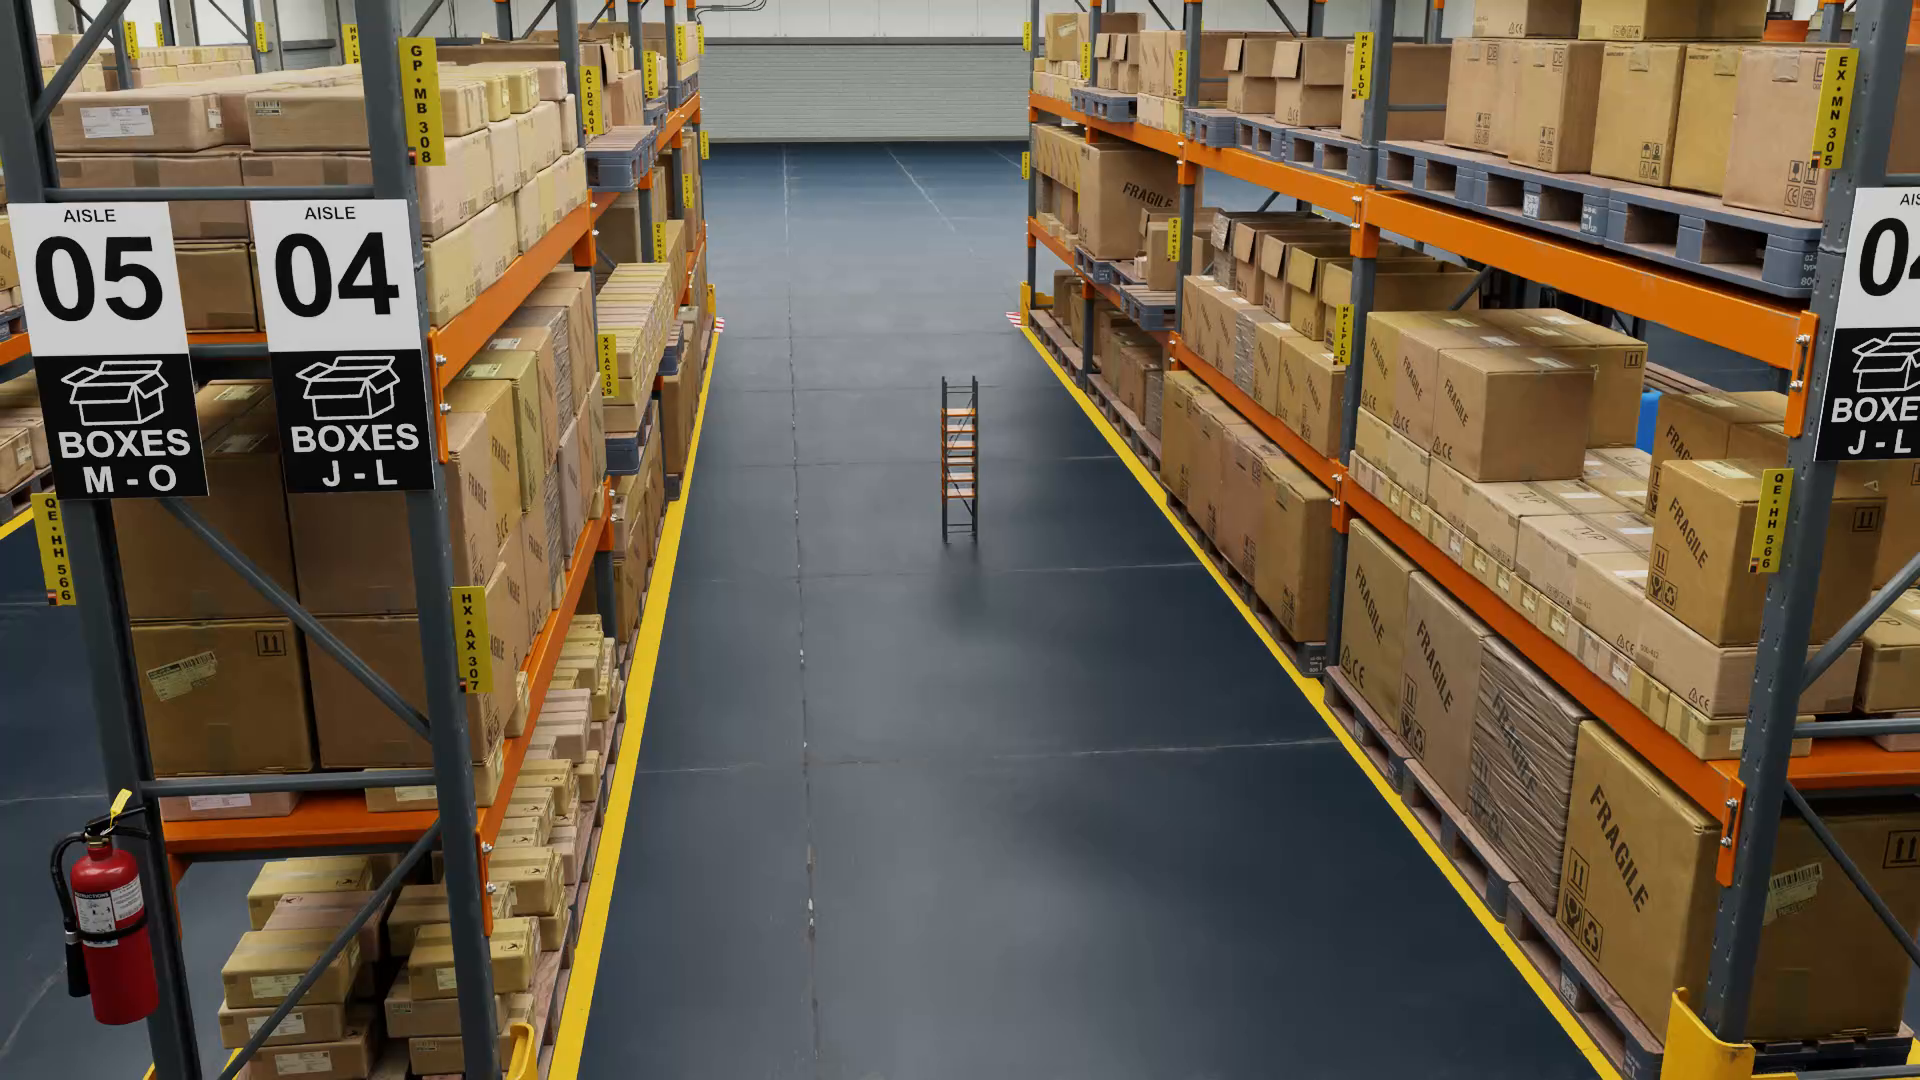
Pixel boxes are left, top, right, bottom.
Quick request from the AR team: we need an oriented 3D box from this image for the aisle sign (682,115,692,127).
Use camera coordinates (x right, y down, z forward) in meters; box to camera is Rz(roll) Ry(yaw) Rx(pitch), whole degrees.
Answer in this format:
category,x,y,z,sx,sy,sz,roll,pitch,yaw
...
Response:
category,x,y,z,sx,sy,sz,roll,pitch,yaw
aisle sign,-3.309,-5.318,19.769,0.394,0.787,0.004,-2,18,-6

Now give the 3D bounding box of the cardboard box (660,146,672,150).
category,x,y,z,sx,sy,sz,roll,pitch,yaw
cardboard box,-3.364,-3.714,16.945,0.875,0.550,0.550,-2,18,-6

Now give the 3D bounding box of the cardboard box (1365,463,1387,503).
category,x,y,z,sx,sy,sz,roll,pitch,yaw
cardboard box,2.308,-0.299,8.541,0.380,0.149,0.250,-2,18,-7

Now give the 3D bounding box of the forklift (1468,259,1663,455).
category,x,y,z,sx,sy,sz,roll,pitch,yaw
forklift,4.423,-1.845,13.160,1.130,2.935,3.031,-2,18,-7

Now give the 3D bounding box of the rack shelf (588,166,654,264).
category,x,y,z,sx,sy,sz,roll,pitch,yaw
rack shelf,-2.569,-2.156,10.230,1.077,0.370,4.000,-2,18,-6

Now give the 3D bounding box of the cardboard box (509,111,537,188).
category,x,y,z,sx,sy,sz,roll,pitch,yaw
cardboard box,-1.886,-1.474,6.274,0.500,0.250,0.500,-2,18,-8

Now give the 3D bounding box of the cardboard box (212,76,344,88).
category,x,y,z,sx,sy,sz,roll,pitch,yaw
cardboard box,-2.377,-1.541,5.821,0.380,0.149,0.250,-1,17,-4

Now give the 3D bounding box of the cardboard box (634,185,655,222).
category,x,y,z,sx,sy,sz,roll,pitch,yaw
cardboard box,-2.973,-2.778,14.183,0.700,0.500,0.500,-2,18,-6

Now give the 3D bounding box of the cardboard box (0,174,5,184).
category,x,y,z,sx,sy,sz,roll,pitch,yaw
cardboard box,-8.404,-3.221,14.982,0.380,0.149,0.250,-2,18,-6

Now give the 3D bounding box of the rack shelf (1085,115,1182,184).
category,x,y,z,sx,sy,sz,roll,pitch,yaw
rack shelf,1.962,-3.471,14.418,1.077,0.370,4.000,-2,18,-6

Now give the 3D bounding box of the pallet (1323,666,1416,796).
category,x,y,z,sx,sy,sz,roll,pitch,yaw
pallet,2.582,0.964,8.754,1.003,0.211,1.213,-2,18,-6

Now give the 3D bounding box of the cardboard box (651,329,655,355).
category,x,y,z,sx,sy,sz,roll,pitch,yaw
cardboard box,-2.086,-1.217,10.267,0.380,0.149,0.250,-2,18,-7

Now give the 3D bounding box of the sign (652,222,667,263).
category,x,y,z,sx,sy,sz,roll,pitch,yaw
sign,-2.237,-2.198,12.370,0.100,0.325,0.005,-2,18,-6

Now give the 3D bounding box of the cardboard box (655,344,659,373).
category,x,y,z,sx,sy,sz,roll,pitch,yaw
cardboard box,-2.109,-1.148,10.545,0.380,0.149,0.250,-3,18,-8

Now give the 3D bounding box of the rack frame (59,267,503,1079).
category,x,y,z,sx,sy,sz,roll,pitch,yaw
rack frame,-1.950,0.719,4.878,1.000,3.000,0.127,-2,18,-6

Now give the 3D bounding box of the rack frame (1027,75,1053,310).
category,x,y,z,sx,sy,sz,roll,pitch,yaw
rack frame,1.344,-4.171,20.454,1.000,3.000,0.127,-2,18,-6

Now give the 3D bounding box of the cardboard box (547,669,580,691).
category,x,y,z,sx,sy,sz,roll,pitch,yaw
cardboard box,-2.019,0.730,7.908,0.380,0.149,0.250,-1,17,-4

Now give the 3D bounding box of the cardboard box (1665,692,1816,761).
category,x,y,z,sx,sy,sz,roll,pitch,yaw
cardboard box,2.630,0.620,5.613,0.380,0.149,0.250,-1,17,-5

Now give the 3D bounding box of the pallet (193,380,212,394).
category,x,y,z,sx,sy,sz,roll,pitch,yaw
pallet,-8.206,-1.541,16.734,1.003,0.211,1.213,-2,18,-6

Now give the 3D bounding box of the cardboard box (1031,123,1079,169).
category,x,y,z,sx,sy,sz,roll,pitch,yaw
cardboard box,1.129,-4.665,19.696,0.500,0.500,0.500,-2,18,-6

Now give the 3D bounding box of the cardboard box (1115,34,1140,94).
category,x,y,z,sx,sy,sz,roll,pitch,yaw
cardboard box,1.804,-4.236,14.780,0.797,0.503,0.637,-1,17,-3

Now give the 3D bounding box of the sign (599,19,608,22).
category,x,y,z,sx,sy,sz,roll,pitch,yaw
sign,-4.153,-5.918,19.421,0.100,0.325,0.005,-2,18,-6

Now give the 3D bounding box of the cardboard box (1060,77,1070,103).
category,x,y,z,sx,sy,sz,roll,pitch,yaw
cardboard box,1.348,-4.774,17.618,0.500,0.250,0.500,-2,18,-6

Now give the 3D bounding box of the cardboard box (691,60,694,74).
category,x,y,z,sx,sy,sz,roll,pitch,yaw
cardboard box,-3.098,-5.140,18.084,0.380,0.149,0.250,-2,18,-5

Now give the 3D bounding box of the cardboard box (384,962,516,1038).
category,x,y,z,sx,sy,sz,roll,pitch,yaw
cardboard box,-1.749,1.573,5.720,0.380,0.149,0.250,-1,17,-3

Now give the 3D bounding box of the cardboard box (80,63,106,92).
category,x,y,z,sx,sy,sz,roll,pitch,yaw
cardboard box,-7.897,-4.063,14.653,0.500,0.250,0.500,-2,18,-7

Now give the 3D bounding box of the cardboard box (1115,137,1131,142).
category,x,y,z,sx,sy,sz,roll,pitch,yaw
cardboard box,1.909,-3.936,17.375,0.500,0.500,0.500,-2,18,-6

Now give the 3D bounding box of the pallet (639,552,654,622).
category,x,y,z,sx,sy,sz,roll,pitch,yaw
pallet,-2.573,0.262,10.990,1.003,0.211,1.213,-2,18,-6

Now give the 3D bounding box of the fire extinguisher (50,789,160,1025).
category,x,y,z,sx,sy,sz,roll,pitch,yaw
fire extinguisher,-2.383,1.024,4.661,0.296,0.674,0.183,-2,18,-6

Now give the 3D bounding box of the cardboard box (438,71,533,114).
category,x,y,z,sx,sy,sz,roll,pitch,yaw
cardboard box,-1.853,-1.716,6.379,0.380,0.149,0.250,-2,18,-7

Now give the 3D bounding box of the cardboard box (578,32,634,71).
category,x,y,z,sx,sy,sz,roll,pitch,yaw
cardboard box,-2.475,-3.396,11.532,0.396,0.266,0.258,-2,18,-6

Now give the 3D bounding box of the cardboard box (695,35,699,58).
category,x,y,z,sx,sy,sz,roll,pitch,yaw
cardboard box,-3.272,-5.660,19.075,0.500,0.250,0.500,-2,17,-5

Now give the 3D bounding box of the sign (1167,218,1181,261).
category,x,y,z,sx,sy,sz,roll,pitch,yaw
sign,1.630,-2.282,12.638,0.100,0.325,0.005,-2,18,-6

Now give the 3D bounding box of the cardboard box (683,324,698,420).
category,x,y,z,sx,sy,sz,roll,pitch,yaw
cardboard box,-2.939,-1.513,15.044,1.050,0.750,0.750,-2,18,-6

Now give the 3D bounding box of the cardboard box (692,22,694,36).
category,x,y,z,sx,sy,sz,roll,pitch,yaw
cardboard box,-3.149,-5.669,18.440,0.380,0.149,0.250,-1,17,-5

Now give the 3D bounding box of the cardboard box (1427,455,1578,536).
category,x,y,z,sx,sy,sz,roll,pitch,yaw
cardboard box,2.475,-0.215,7.608,0.500,0.250,0.500,-1,17,-4

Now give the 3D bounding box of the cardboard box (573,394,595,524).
category,x,y,z,sx,sy,sz,roll,pitch,yaw
cardboard box,-1.979,-0.372,7.690,0.500,0.500,0.500,-2,18,-7

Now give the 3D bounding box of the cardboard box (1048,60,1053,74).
category,x,y,z,sx,sy,sz,roll,pitch,yaw
cardboard box,1.199,-5.324,18.704,0.380,0.149,0.250,-2,18,-6

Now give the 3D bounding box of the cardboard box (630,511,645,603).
category,x,y,z,sx,sy,sz,roll,pitch,yaw
cardboard box,-2.231,0.134,10.214,0.500,0.500,0.500,-1,17,-3

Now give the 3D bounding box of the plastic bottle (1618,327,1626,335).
category,x,y,z,sx,sy,sz,roll,pitch,yaw
plastic bottle,7.086,-2.149,17.833,0.097,0.271,0.097,0,17,0

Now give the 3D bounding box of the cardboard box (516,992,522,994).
category,x,y,z,sx,sy,sz,roll,pitch,yaw
cardboard box,-1.794,1.638,6.011,0.380,0.149,0.250,-2,18,-6

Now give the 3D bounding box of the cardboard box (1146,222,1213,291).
category,x,y,z,sx,sy,sz,roll,pitch,yaw
cardboard box,1.916,-2.358,13.812,0.700,0.500,0.500,1,17,3

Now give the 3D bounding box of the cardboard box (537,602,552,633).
category,x,y,z,sx,sy,sz,roll,pitch,yaw
cardboard box,-1.869,0.270,6.730,0.380,0.149,0.250,-1,17,-4

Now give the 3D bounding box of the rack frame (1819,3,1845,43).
category,x,y,z,sx,sy,sz,roll,pitch,yaw
rack frame,7.095,-4.802,12.451,1.000,3.000,0.127,-2,18,-6

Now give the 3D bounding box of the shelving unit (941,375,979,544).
category,x,y,z,sx,sy,sz,roll,pitch,yaw
shelving unit,-0.001,-0.577,12.011,0.258,1.200,0.189,-2,18,-6

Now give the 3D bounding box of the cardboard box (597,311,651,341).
category,x,y,z,sx,sy,sz,roll,pitch,yaw
cardboard box,-2.055,-1.278,9.966,0.380,0.149,0.250,-2,18,-6

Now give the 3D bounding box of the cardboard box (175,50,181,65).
category,x,y,z,sx,sy,sz,roll,pitch,yaw
cardboard box,-7.959,-4.775,16.460,0.380,0.149,0.250,-2,18,-7

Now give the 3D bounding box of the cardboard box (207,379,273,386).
category,x,y,z,sx,sy,sz,roll,pitch,yaw
cardboard box,-2.360,-0.381,6.051,0.500,0.500,0.500,-1,17,-3

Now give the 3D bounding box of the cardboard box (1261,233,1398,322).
category,x,y,z,sx,sy,sz,roll,pitch,yaw
cardboard box,2.368,-1.701,10.747,0.797,0.503,0.637,-1,17,-4

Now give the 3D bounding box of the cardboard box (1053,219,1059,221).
category,x,y,z,sx,sy,sz,roll,pitch,yaw
cardboard box,1.271,-3.586,19.012,0.380,0.149,0.250,-2,18,-6

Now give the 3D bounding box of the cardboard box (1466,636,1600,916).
category,x,y,z,sx,sy,sz,roll,pitch,yaw
cardboard box,2.754,0.950,6.988,0.875,0.875,0.875,-2,18,-6
